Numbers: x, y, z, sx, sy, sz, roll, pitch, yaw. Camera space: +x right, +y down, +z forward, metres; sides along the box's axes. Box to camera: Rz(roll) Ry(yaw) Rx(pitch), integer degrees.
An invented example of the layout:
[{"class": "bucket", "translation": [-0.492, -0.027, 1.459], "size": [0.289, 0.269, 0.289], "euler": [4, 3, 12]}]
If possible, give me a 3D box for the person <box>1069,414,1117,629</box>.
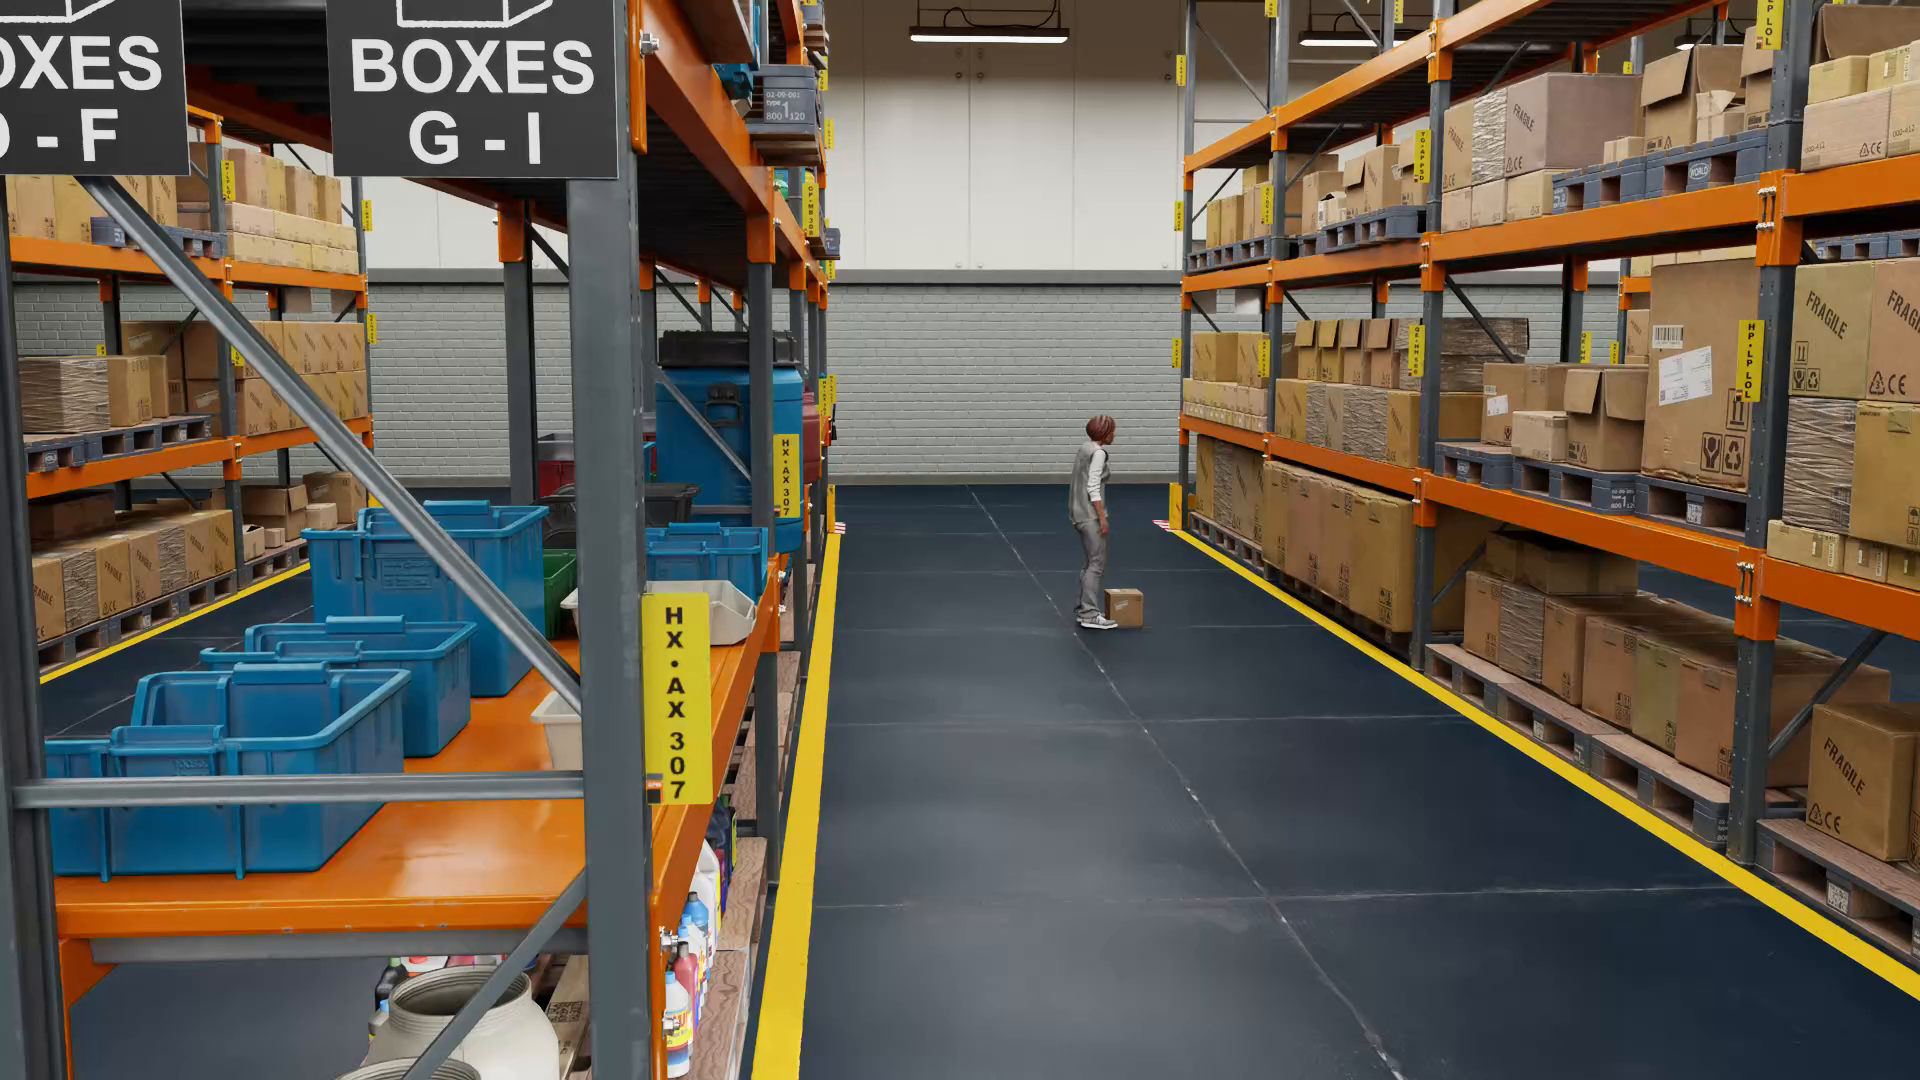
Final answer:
[{"class": "person", "translation": [1.000, -0.150, 12.510], "size": [0.345, 1.593, 0.479], "euler": [-1, 7, -6]}]
